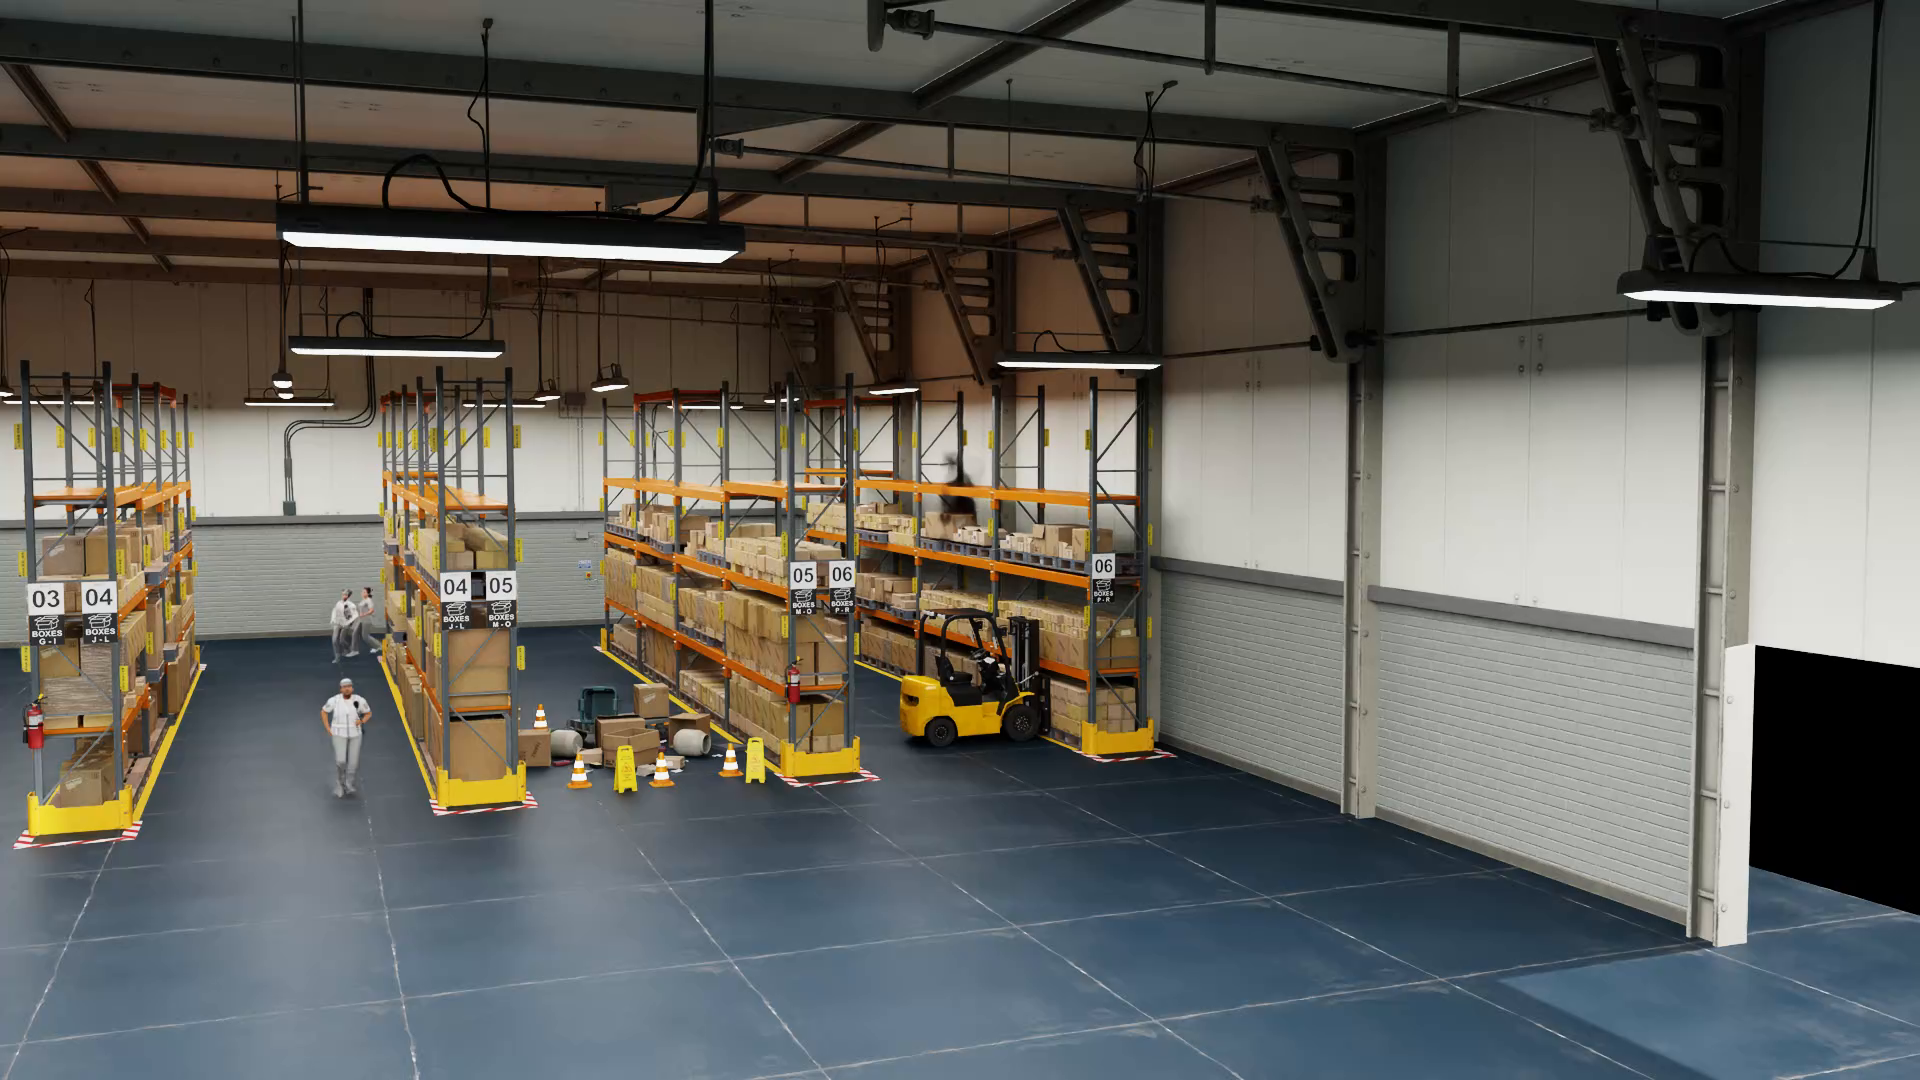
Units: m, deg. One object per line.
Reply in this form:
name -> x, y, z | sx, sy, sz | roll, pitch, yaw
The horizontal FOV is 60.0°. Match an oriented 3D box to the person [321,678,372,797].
person -> -8.605, 2.772, 23.379 | 0.663, 1.664, 0.593 | -2, 4, -26

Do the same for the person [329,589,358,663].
person -> -13.926, 1.928, 37.619 | 0.666, 1.663, 0.602 | 1, 3, 10

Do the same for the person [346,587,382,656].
person -> -13.728, 1.901, 38.480 | 0.825, 1.636, 0.663 | -3, 4, -37
